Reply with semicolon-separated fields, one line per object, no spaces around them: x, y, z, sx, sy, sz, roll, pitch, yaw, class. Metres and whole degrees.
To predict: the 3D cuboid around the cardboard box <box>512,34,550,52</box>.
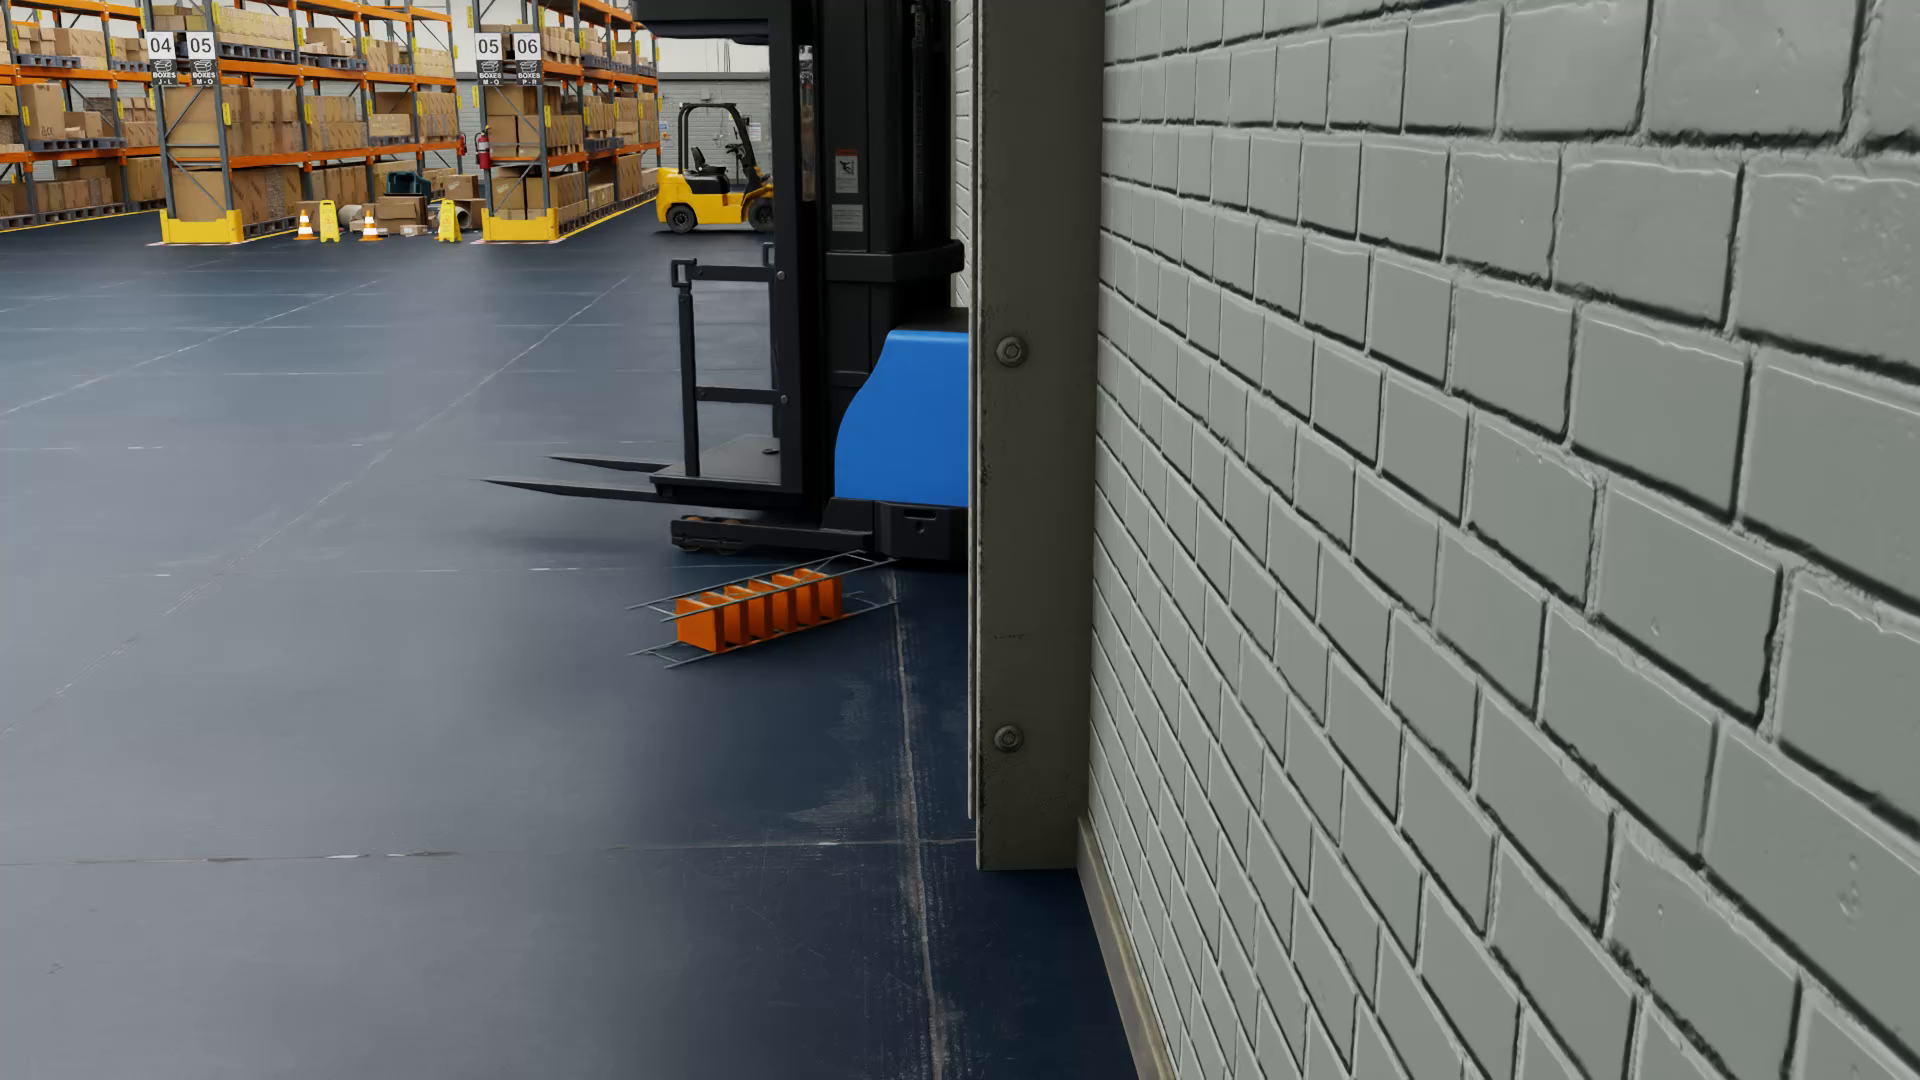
-6.872;-7.962;26.635;0.500;0.250;0.500;-1;14;-4;cardboard box

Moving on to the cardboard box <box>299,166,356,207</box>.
-12.531;-6.940;32.653;1.050;0.750;0.750;-1;14;-3;cardboard box

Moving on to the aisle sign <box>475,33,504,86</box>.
-7.393;-7.548;26.124;0.394;0.787;0.004;-1;14;-3;aisle sign

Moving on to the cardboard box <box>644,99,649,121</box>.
-7.684;-10.201;39.447;0.500;0.500;0.500;-1;14;-2;cardboard box

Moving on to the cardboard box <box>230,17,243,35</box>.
-11.848;-8.233;26.646;0.500;0.250;0.500;-1;14;-4;cardboard box

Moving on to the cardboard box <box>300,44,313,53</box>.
-12.106;-9.046;30.607;0.250;0.149;0.380;-1;14;-3;cardboard box

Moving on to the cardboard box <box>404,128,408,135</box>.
-12.546;-9.113;37.086;0.380;0.149;0.250;-1;14;-3;cardboard box

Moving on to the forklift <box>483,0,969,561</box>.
-0.840;-1.467;7.844;3.031;2.935;1.130;5;15;17;forklift

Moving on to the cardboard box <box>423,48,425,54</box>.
-12.624;-11.342;38.565;0.380;0.149;0.250;-1;14;-5;cardboard box

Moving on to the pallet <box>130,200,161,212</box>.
-17.467;-6.992;34.777;1.003;0.211;1.213;-1;14;-3;pallet

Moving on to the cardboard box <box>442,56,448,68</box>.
-12.717;-11.571;40.255;0.500;0.250;0.500;-1;14;-5;cardboard box

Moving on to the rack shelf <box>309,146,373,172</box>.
-12.413;-7.351;32.020;1.077;0.370;4.000;-1;14;-3;rack shelf

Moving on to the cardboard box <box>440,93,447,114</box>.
-12.683;-10.498;40.003;0.500;0.500;0.500;0;14;-1;cardboard box

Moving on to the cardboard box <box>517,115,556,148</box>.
-6.860;-6.623;26.950;0.500;0.500;0.500;-1;14;-4;cardboard box

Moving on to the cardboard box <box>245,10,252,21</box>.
-11.822;-8.580;27.194;0.380;0.149;0.250;-1;14;-4;cardboard box

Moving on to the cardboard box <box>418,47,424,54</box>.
-12.587;-11.278;38.317;0.380;0.149;0.250;-1;14;-5;cardboard box

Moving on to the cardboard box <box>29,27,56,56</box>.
-17.235;-9.209;30.729;0.797;0.503;0.637;0;14;-1;cardboard box

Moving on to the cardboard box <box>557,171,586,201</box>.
-7.050;-6.395;30.033;0.500;0.500;0.500;-1;14;-4;cardboard box

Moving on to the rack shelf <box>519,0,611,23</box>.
-7.479;-10.164;31.717;1.077;0.370;4.000;-1;14;-3;rack shelf

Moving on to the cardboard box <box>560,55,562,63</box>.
-7.050;-8.239;28.511;0.380;0.149;0.250;-1;14;-2;cardboard box

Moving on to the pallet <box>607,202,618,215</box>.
-7.556;-6.753;33.850;1.003;0.211;1.213;-1;14;-3;pallet

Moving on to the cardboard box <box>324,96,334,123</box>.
-12.420;-8.237;31.813;0.700;0.500;0.500;-1;14;-4;cardboard box

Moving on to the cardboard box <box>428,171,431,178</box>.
-12.661;-8.587;39.066;0.380;0.149;0.250;-1;14;-5;cardboard box

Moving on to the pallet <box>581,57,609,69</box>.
-7.354;-9.078;31.647;1.213;0.211;1.003;-1;14;-3;pallet

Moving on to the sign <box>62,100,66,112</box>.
-18.047;-8.696;33.483;0.100;0.325;0.005;-1;14;-3;sign

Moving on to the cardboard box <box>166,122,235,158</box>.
-12.109;-6.371;26.468;0.875;0.550;0.550;-1;14;-3;cardboard box

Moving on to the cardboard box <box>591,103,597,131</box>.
-7.129;-7.945;31.244;0.500;0.500;0.500;-1;14;-3;cardboard box

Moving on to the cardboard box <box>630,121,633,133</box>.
-7.504;-9.104;36.686;0.500;0.250;0.500;-1;14;-2;cardboard box

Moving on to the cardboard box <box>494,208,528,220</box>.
-7.427;-5.383;27.604;0.500;0.250;0.500;-1;14;-4;cardboard box

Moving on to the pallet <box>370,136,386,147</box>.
-12.687;-8.279;34.570;1.213;0.211;1.003;-1;14;-3;pallet

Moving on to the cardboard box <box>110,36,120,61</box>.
-17.603;-10.002;33.810;0.797;0.503;0.637;0;14;0;cardboard box

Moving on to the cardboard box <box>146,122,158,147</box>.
-17.322;-8.574;35.130;0.500;0.500;0.500;-1;14;-4;cardboard box

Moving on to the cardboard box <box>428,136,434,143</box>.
-12.596;-9.405;39.065;0.380;0.149;0.250;-1;14;-2;cardboard box

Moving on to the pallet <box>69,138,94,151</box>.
-17.330;-7.561;31.776;1.003;0.211;1.213;-1;14;-3;pallet

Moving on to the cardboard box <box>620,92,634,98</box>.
-7.611;-10.222;38.227;0.380;0.149;0.250;-1;14;-4;cardboard box

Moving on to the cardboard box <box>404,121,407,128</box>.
-12.545;-9.256;37.044;0.380;0.149;0.250;-1;14;-3;cardboard box

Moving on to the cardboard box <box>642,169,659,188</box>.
-7.892;-8.860;40.742;0.875;0.438;0.875;0;14;-2;cardboard box

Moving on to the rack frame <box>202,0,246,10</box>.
-17.989;-13.040;40.649;1.000;3.000;0.127;-1;14;-3;rack frame

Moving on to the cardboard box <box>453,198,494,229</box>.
-8.647;-5.806;29.585;0.500;0.500;0.500;10;18;35;cardboard box

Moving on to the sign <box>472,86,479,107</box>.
-7.662;-7.019;26.328;0.100;0.325;0.005;-1;14;-3;sign

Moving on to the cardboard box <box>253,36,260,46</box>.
-11.837;-8.257;27.540;0.380;0.149;0.250;-1;14;-3;cardboard box

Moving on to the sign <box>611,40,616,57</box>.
-7.061;-10.009;33.850;0.100;0.325;0.005;-1;14;-3;sign

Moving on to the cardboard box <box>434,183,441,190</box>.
-12.608;-8.432;39.656;0.380;0.149;0.250;-1;14;-5;cardboard box

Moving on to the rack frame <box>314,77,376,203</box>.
-12.537;-8.197;33.863;1.000;3.000;0.127;-1;14;-3;rack frame

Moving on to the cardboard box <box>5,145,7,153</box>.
-16.978;-6.854;29.151;0.380;0.149;0.250;-1;14;-3;cardboard box

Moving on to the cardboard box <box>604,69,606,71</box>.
-7.374;-9.554;33.624;0.380;0.149;0.250;-1;14;-3;cardboard box

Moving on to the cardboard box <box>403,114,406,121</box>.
-12.548;-9.398;36.999;0.380;0.149;0.250;-1;14;-5;cardboard box

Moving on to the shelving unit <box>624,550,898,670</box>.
-0.763;0.261;6.623;0.258;0.189;1.200;13;20;42;shelving unit

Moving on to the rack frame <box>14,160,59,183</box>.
-22.933;-10.058;41.099;1.000;3.000;0.127;-1;14;-3;rack frame

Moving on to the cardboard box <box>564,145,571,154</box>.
-6.926;-6.726;28.653;0.380;0.149;0.250;-1;14;-3;cardboard box

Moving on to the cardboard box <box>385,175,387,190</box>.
-12.361;-7.494;35.307;0.500;0.500;0.500;-1;14;-3;cardboard box

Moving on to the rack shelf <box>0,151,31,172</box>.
-17.122;-6.305;27.954;1.077;0.370;4.000;-1;14;-3;rack shelf
